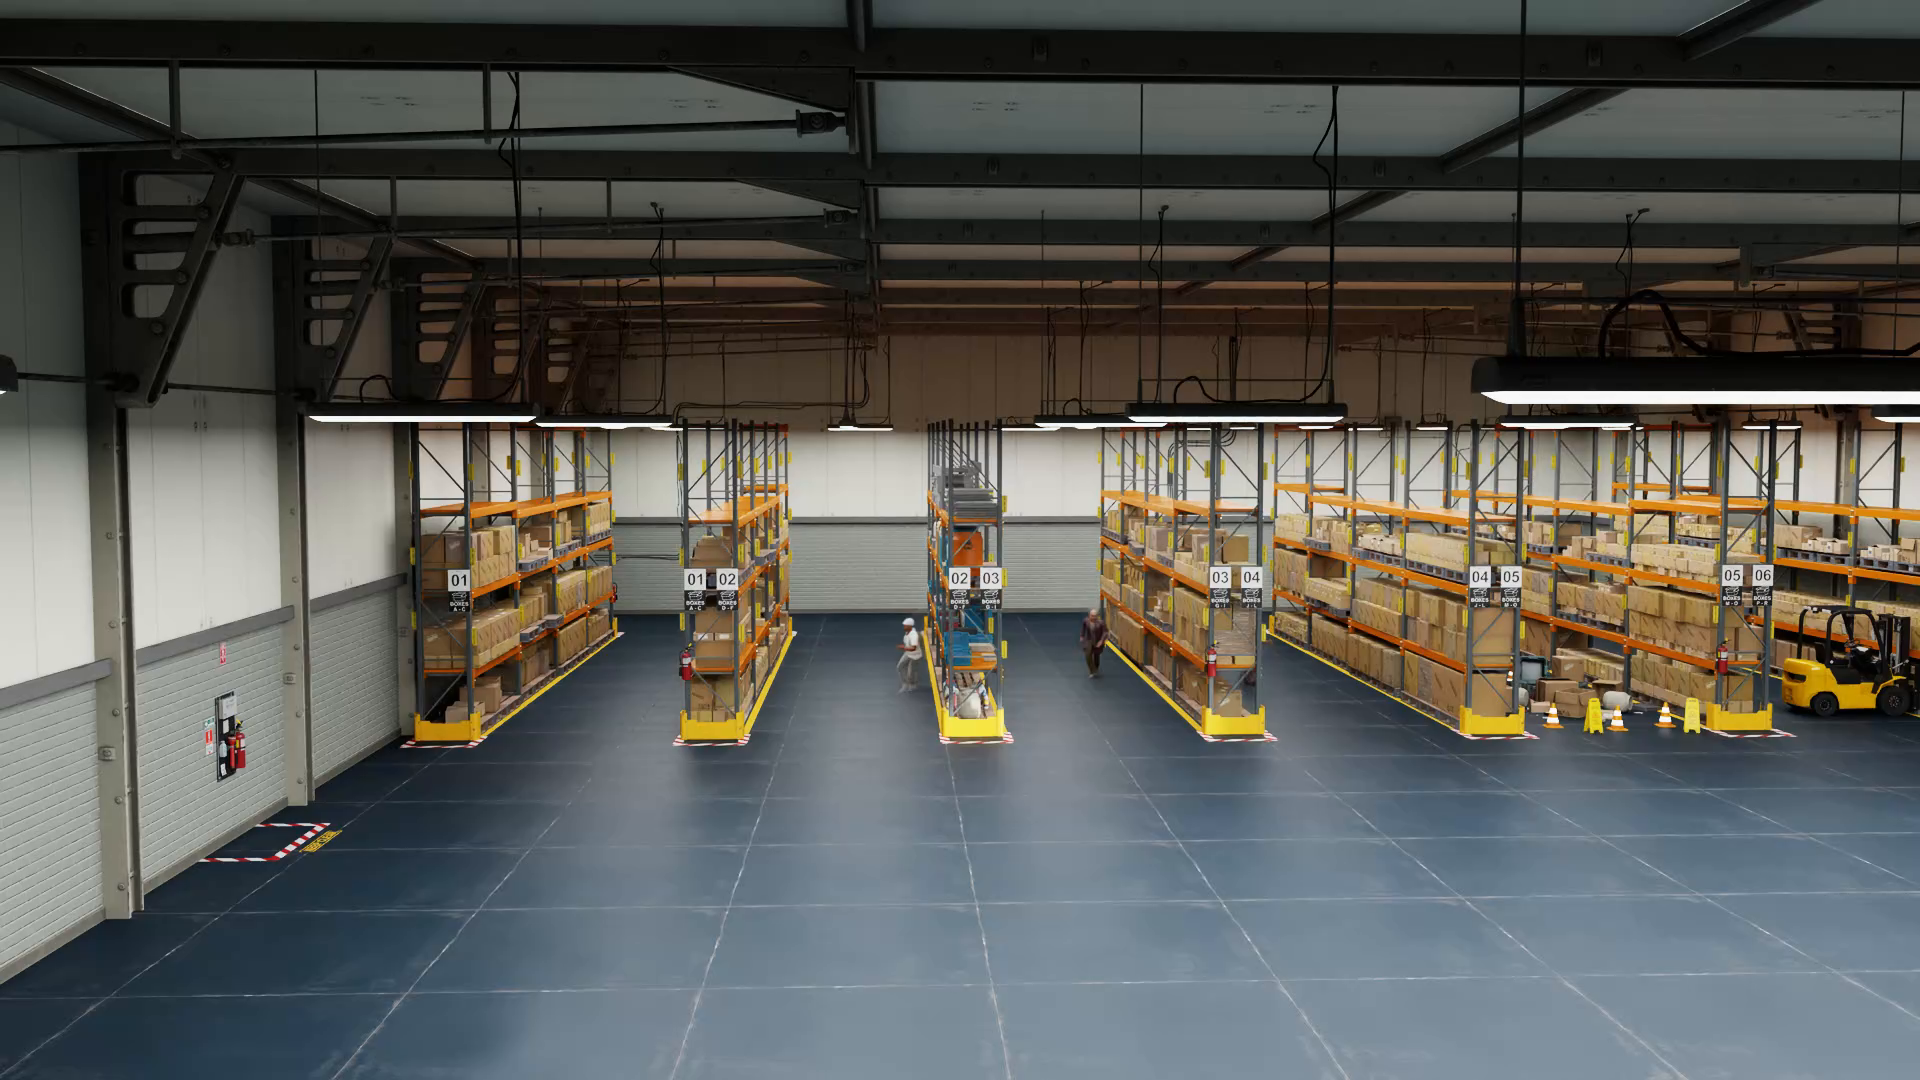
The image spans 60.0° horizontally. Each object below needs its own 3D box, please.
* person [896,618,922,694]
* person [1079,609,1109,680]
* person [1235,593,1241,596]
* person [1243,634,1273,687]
[{"bbox_3d":[-1.098,2.527,36.500,0.727,1.664,0.835,-3,5,-36],"label":"person"},{"bbox_3d":[3.169,2.399,38.991,0.716,1.634,1.135,1,4,15],"label":"person"},{"bbox_3d":[7.690,1.817,47.176,0.630,1.732,0.649,0,4,-7],"label":"person"},{"bbox_3d":[6.689,2.519,37.655,0.822,1.686,0.679,3,5,37],"label":"person"}]
